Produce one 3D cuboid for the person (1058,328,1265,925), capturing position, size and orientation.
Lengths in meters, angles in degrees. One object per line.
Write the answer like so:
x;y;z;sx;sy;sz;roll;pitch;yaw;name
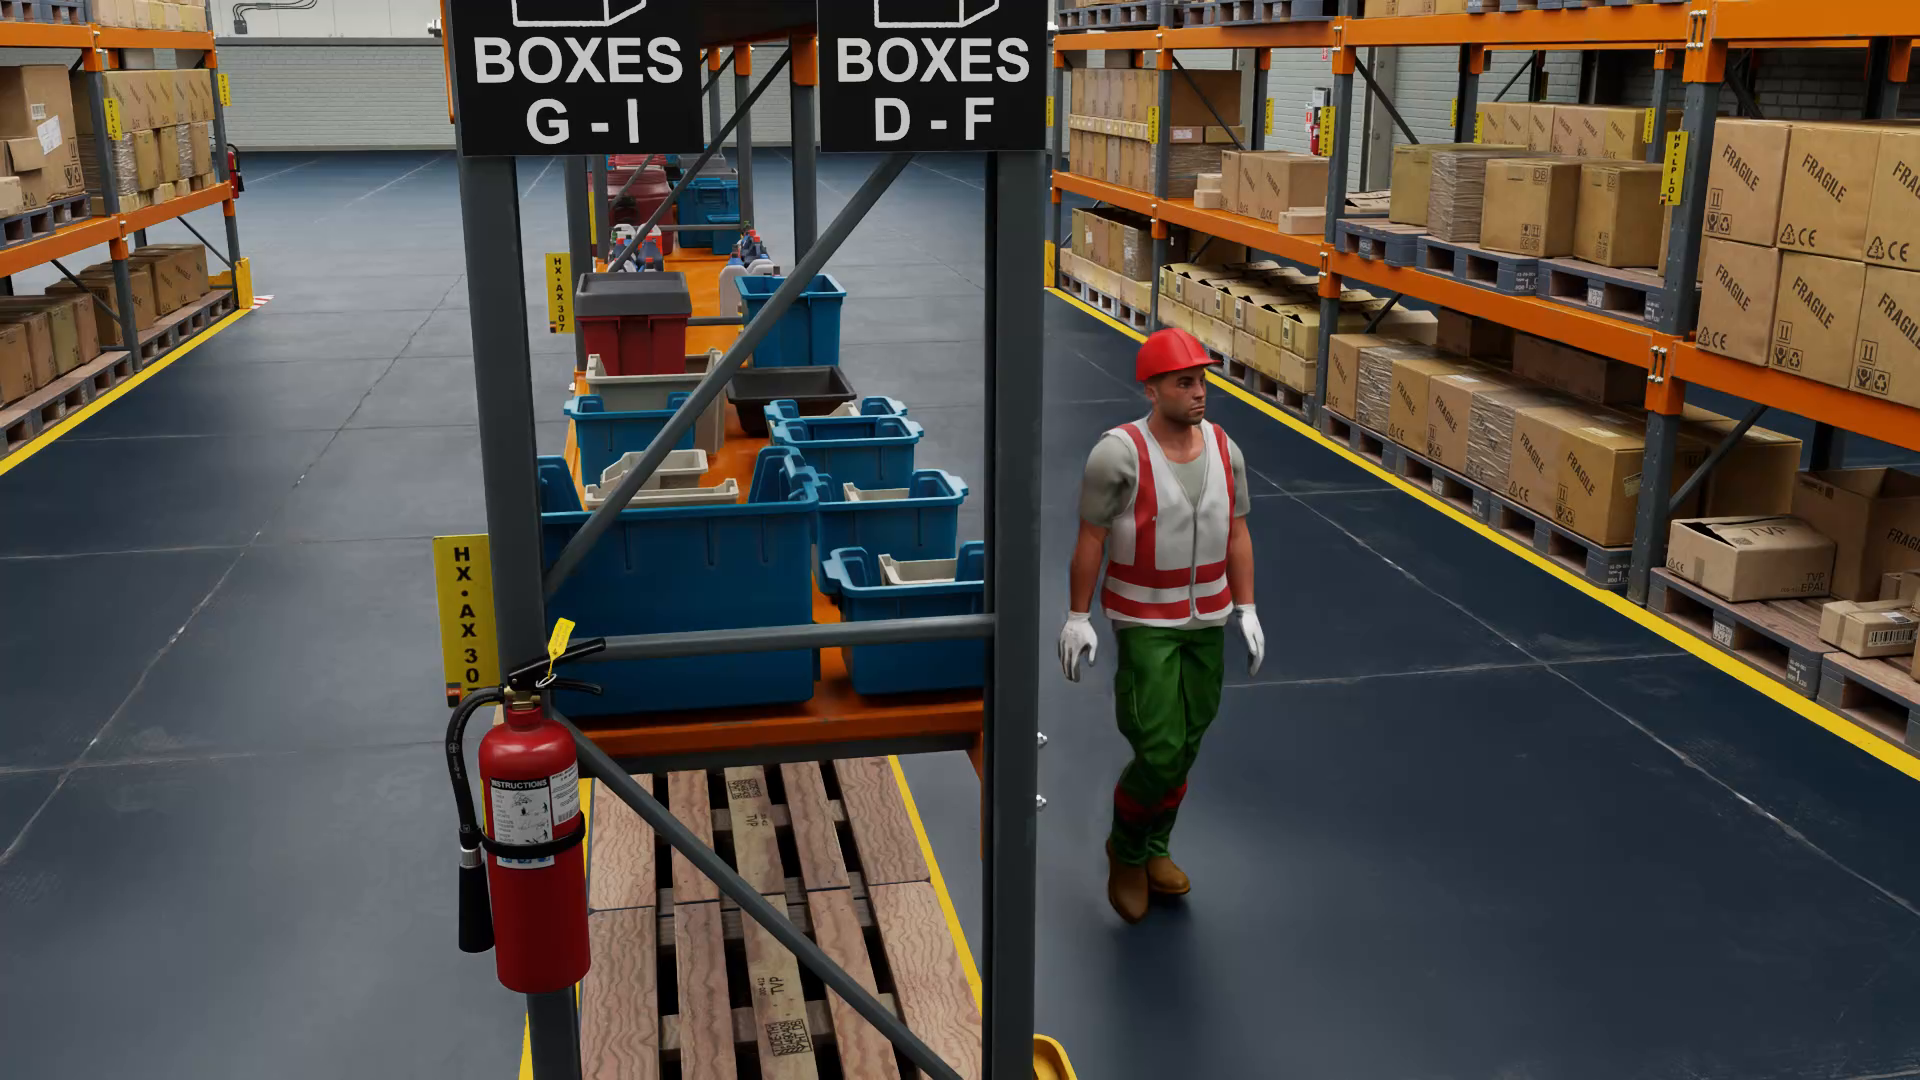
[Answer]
0.628;0.279;4.978;0.591;1.819;0.480;-8;18;-25;person
